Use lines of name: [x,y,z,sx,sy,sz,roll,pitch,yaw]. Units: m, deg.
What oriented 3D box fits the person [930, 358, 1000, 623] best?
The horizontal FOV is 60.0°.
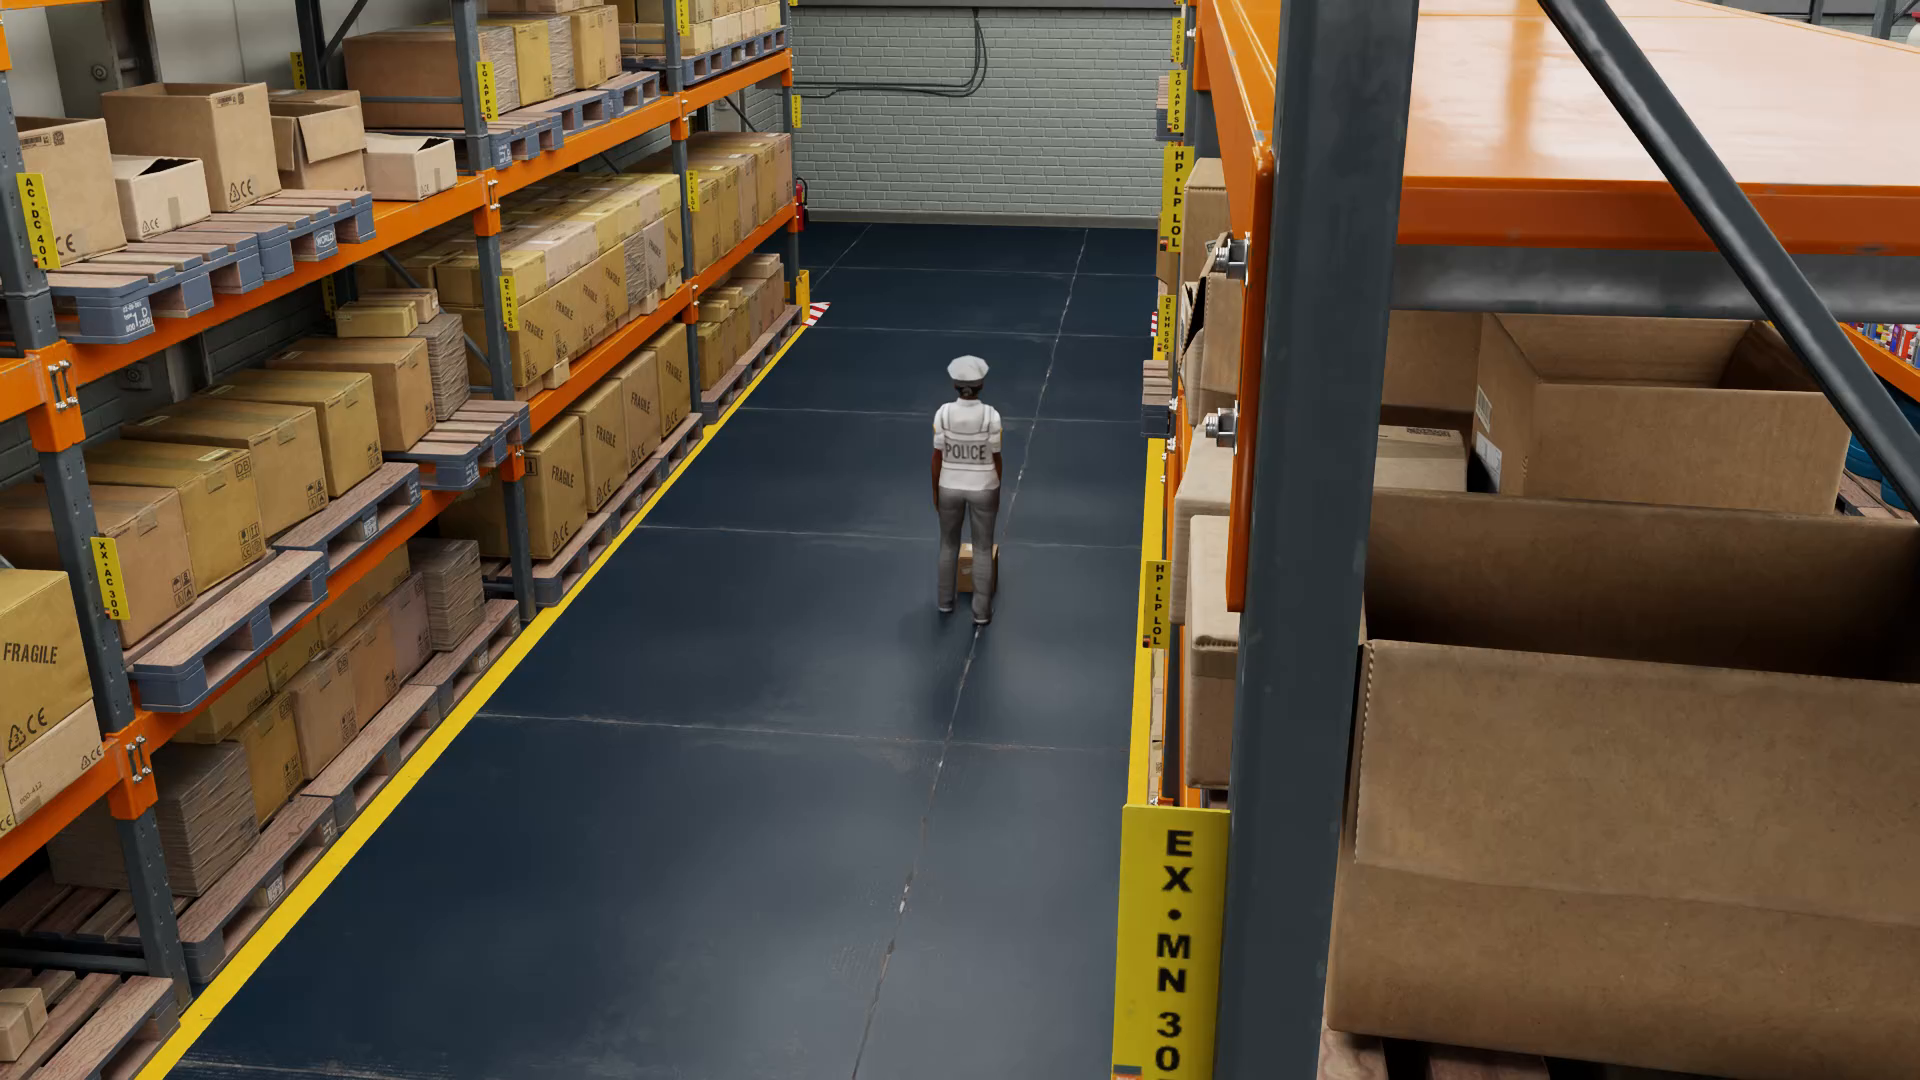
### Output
person: [0.036,-0.297,10.344,0.437,1.668,0.341,3,22,8]
